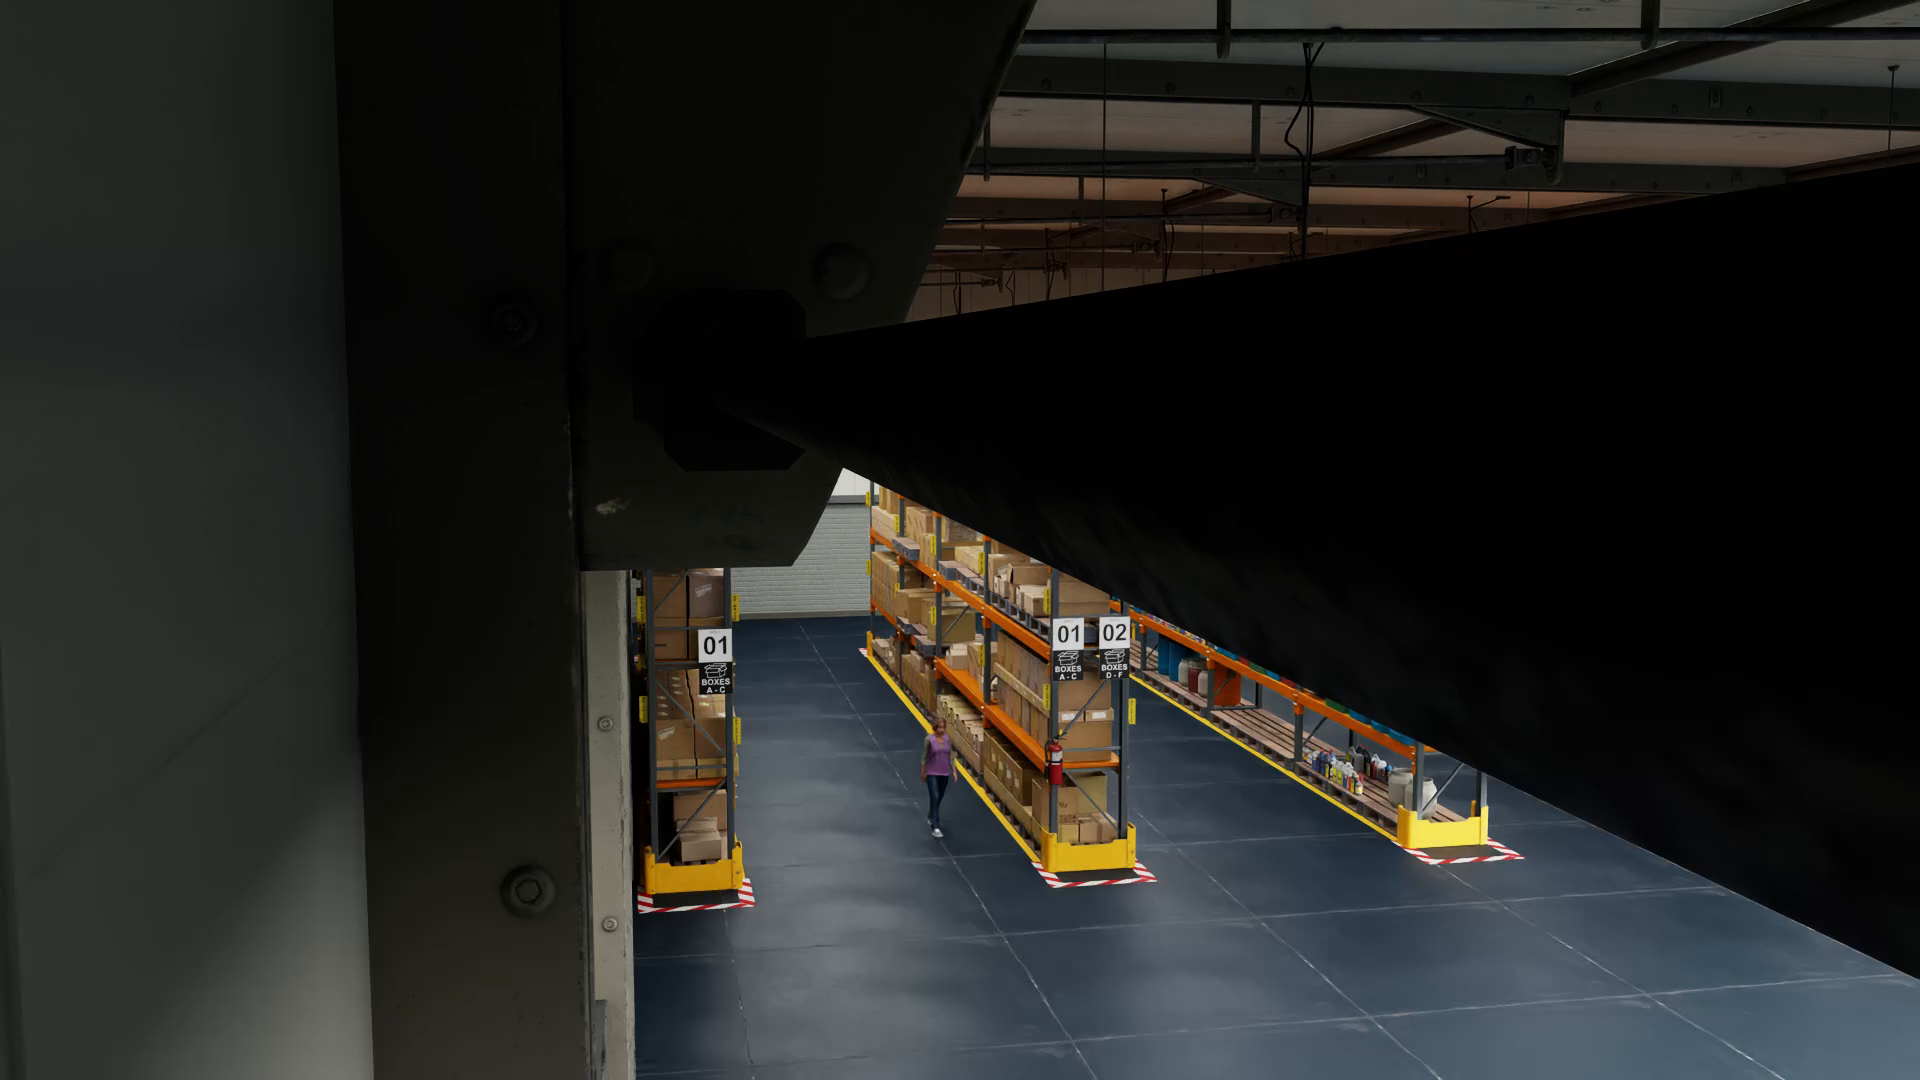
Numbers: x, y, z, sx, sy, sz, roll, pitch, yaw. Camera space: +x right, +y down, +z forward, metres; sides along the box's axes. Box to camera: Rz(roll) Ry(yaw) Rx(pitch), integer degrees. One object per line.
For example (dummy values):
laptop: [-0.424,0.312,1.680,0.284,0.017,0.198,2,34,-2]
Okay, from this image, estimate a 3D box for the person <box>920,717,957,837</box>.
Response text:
person: [-0.277,3.189,22.569,0.453,1.565,0.806,-3,7,-28]
